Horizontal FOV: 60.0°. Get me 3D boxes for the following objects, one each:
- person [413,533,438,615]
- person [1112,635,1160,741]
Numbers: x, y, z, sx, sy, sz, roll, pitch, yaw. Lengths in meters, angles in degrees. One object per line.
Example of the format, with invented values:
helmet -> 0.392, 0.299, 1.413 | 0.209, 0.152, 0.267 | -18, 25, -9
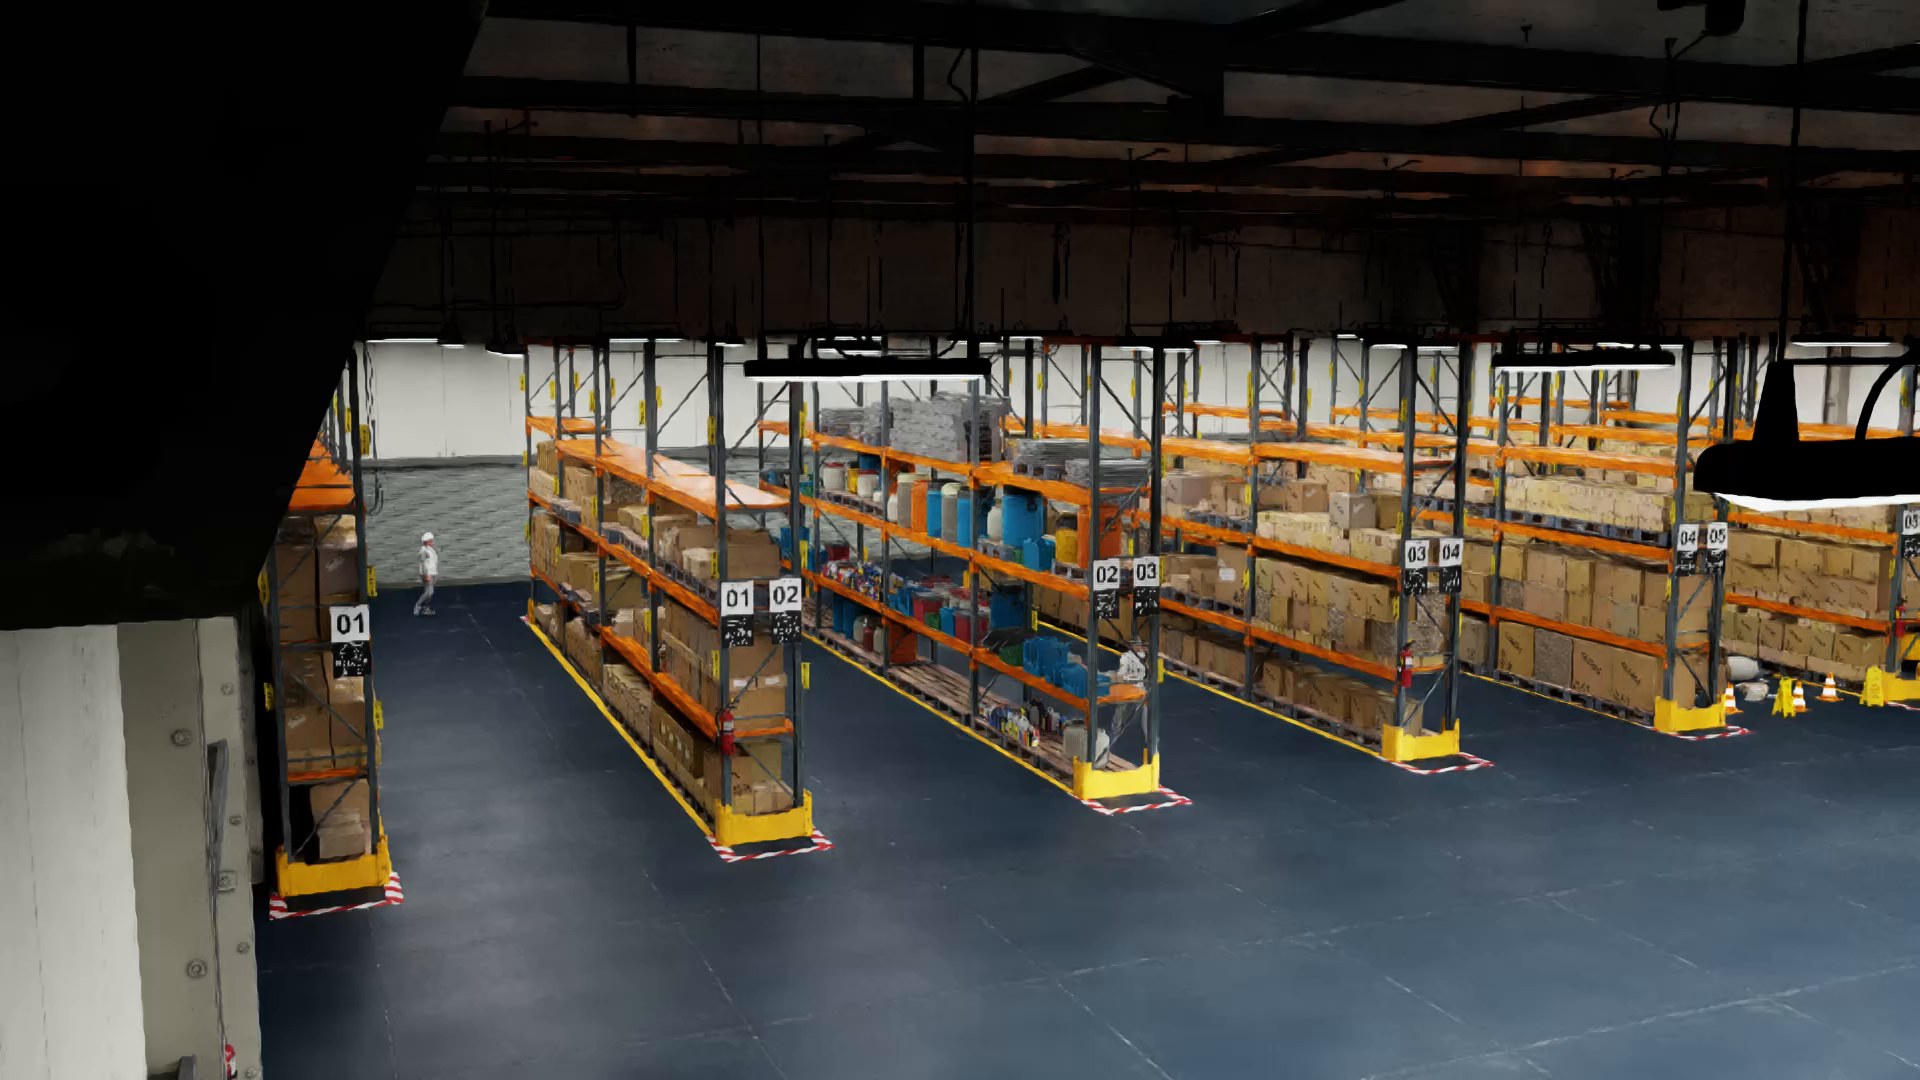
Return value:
person -> -11.417, 0.730, 35.498 | 0.472, 1.763, 0.698 | 0, 8, 4
person -> 2.608, 2.202, 25.052 | 0.495, 1.589, 1.086 | -3, 8, -20
